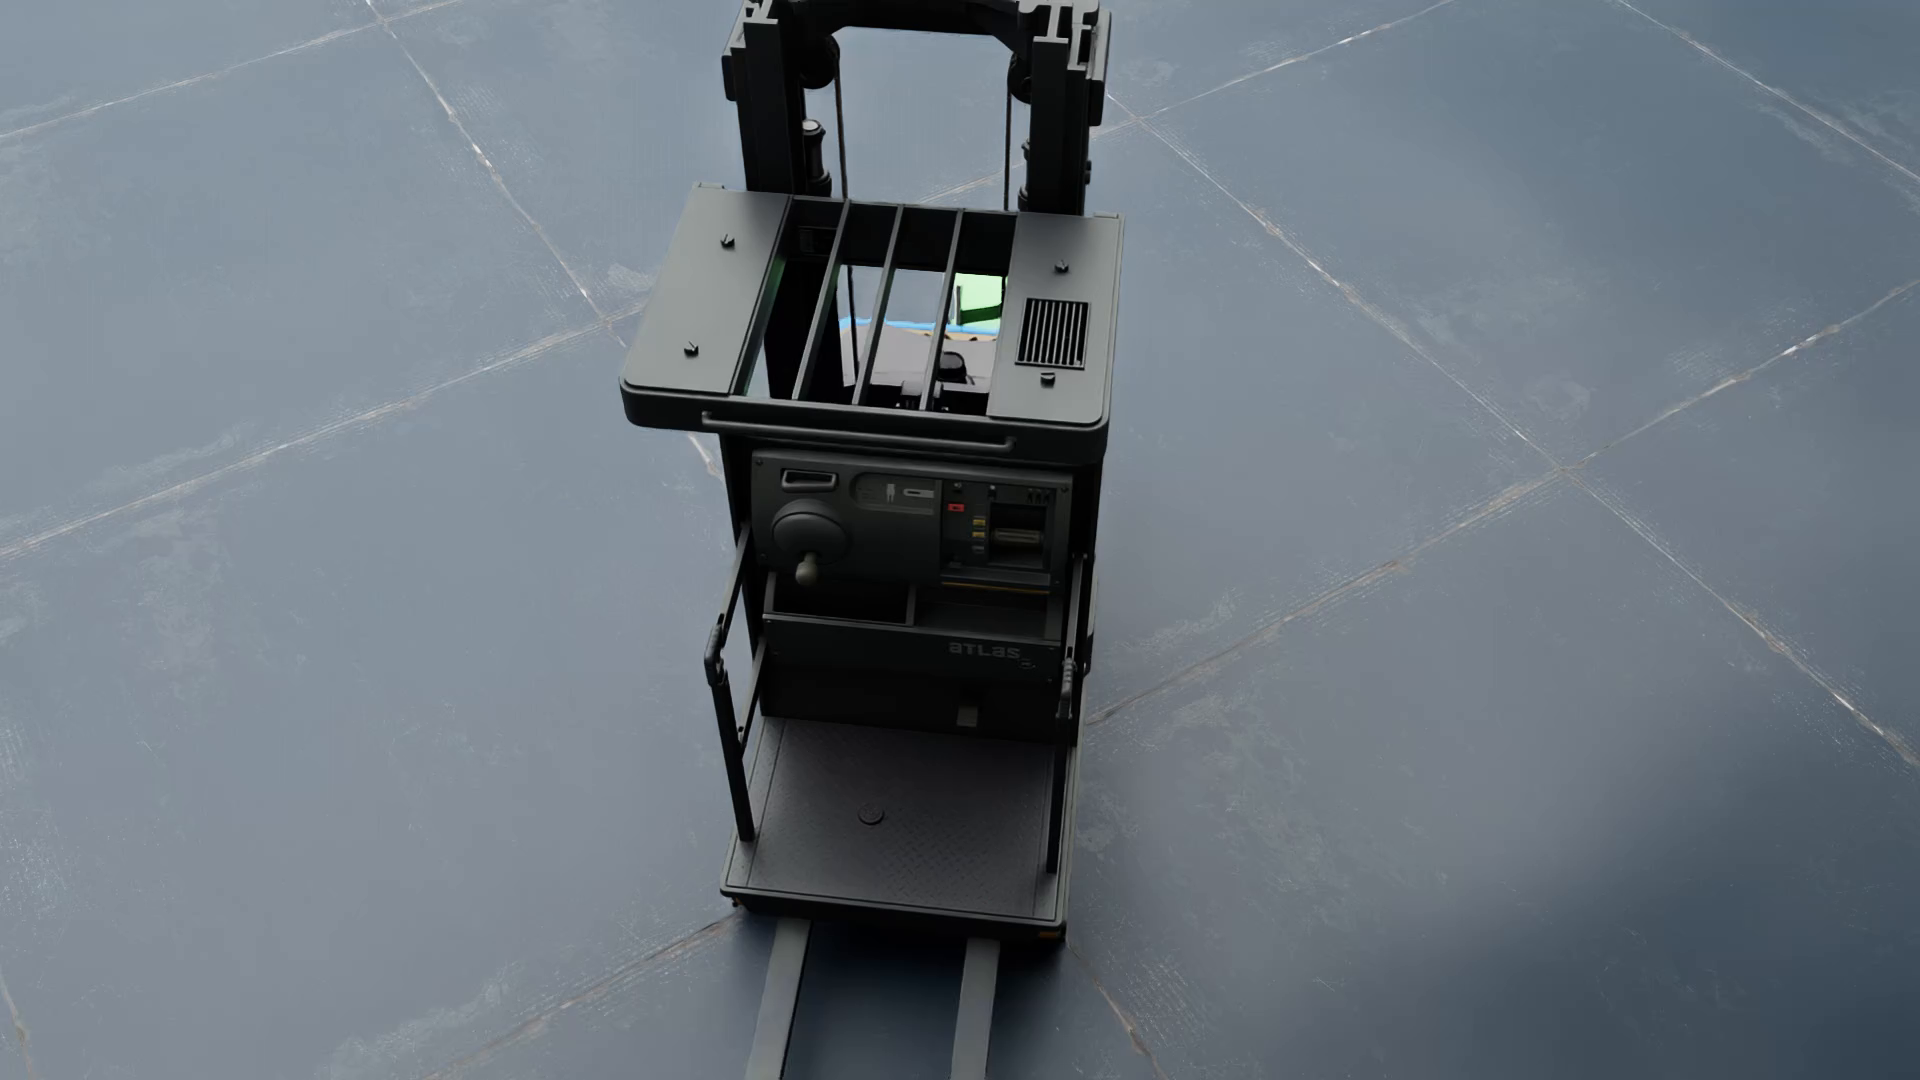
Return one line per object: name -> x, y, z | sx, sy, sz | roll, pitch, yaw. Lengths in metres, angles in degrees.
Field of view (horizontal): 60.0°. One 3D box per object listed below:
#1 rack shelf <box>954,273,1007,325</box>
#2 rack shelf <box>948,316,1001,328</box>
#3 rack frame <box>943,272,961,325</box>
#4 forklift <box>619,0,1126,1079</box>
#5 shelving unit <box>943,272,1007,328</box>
rack shelf -> 0.207, -0.913, 6.148 | 0.480, 0.148, 0.258 | -10, 49, -8
rack shelf -> 0.207, -0.753, 6.327 | 0.480, 0.148, 0.258 | -10, 49, -8
rack frame -> -0.031, -0.596, 6.423 | 0.015, 1.200, 0.240 | -10, 49, -8
forklift -> -0.167, 0.061, 4.678 | 1.130, 2.935, 3.031 | 5, 49, 5
shelving unit -> 0.207, -0.636, 6.458 | 0.503, 1.200, 0.258 | -10, 49, -8
